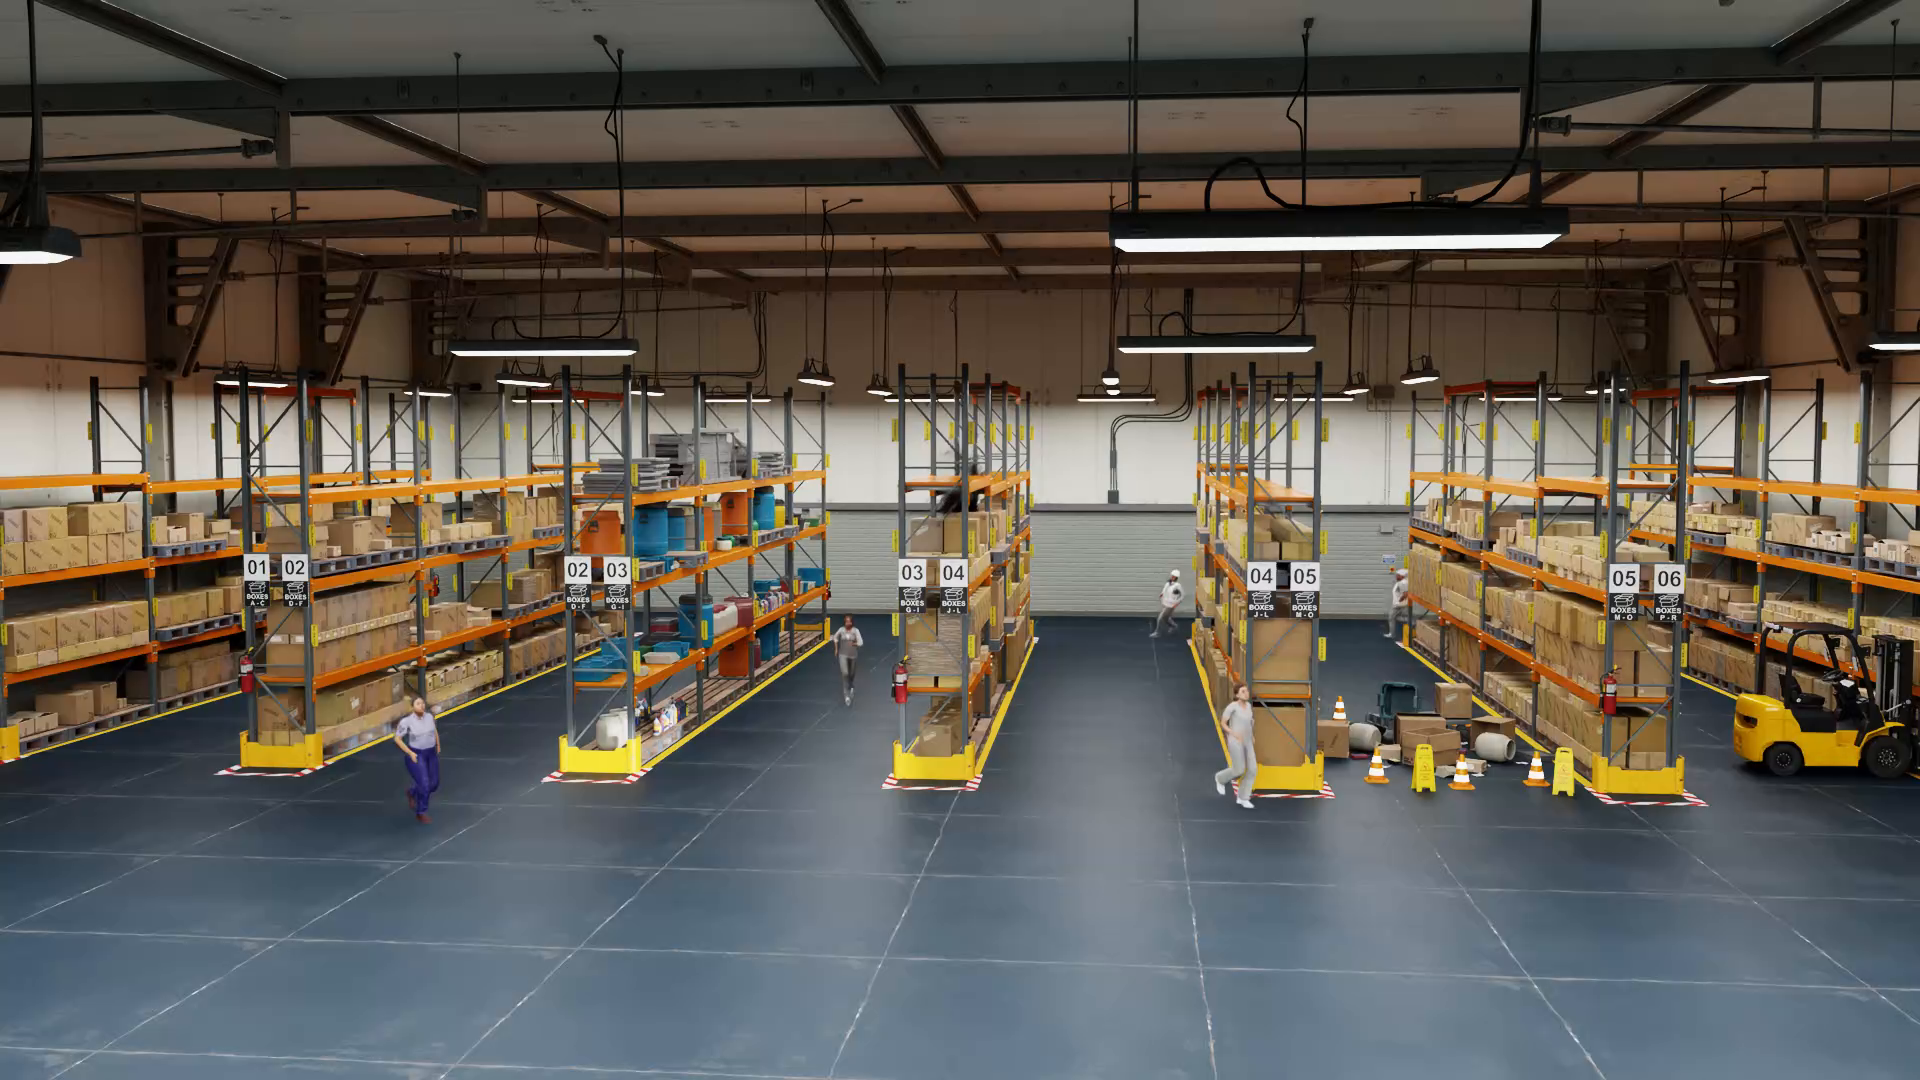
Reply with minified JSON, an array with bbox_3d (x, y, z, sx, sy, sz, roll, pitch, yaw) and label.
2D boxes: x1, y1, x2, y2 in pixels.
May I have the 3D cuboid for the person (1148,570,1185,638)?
[{"bbox_3d":[5.049,1.558,40.601,0.821,1.679,0.856,-1,4,-12],"label":"person"}]

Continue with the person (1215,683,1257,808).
[{"bbox_3d":[3.738,2.752,22.453,0.581,1.665,0.691,-2,4,-33],"label":"person"}]

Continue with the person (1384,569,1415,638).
[{"bbox_3d":[10.678,1.552,40.383,0.759,1.722,0.738,1,4,18],"label":"person"}]

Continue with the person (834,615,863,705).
[{"bbox_3d":[-2.072,2.202,30.919,0.520,1.597,0.855,0,4,-7],"label":"person"}]

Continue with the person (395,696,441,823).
[{"bbox_3d":[-7.020,2.834,21.568,0.566,1.608,0.602,3,5,37],"label":"person"}]
